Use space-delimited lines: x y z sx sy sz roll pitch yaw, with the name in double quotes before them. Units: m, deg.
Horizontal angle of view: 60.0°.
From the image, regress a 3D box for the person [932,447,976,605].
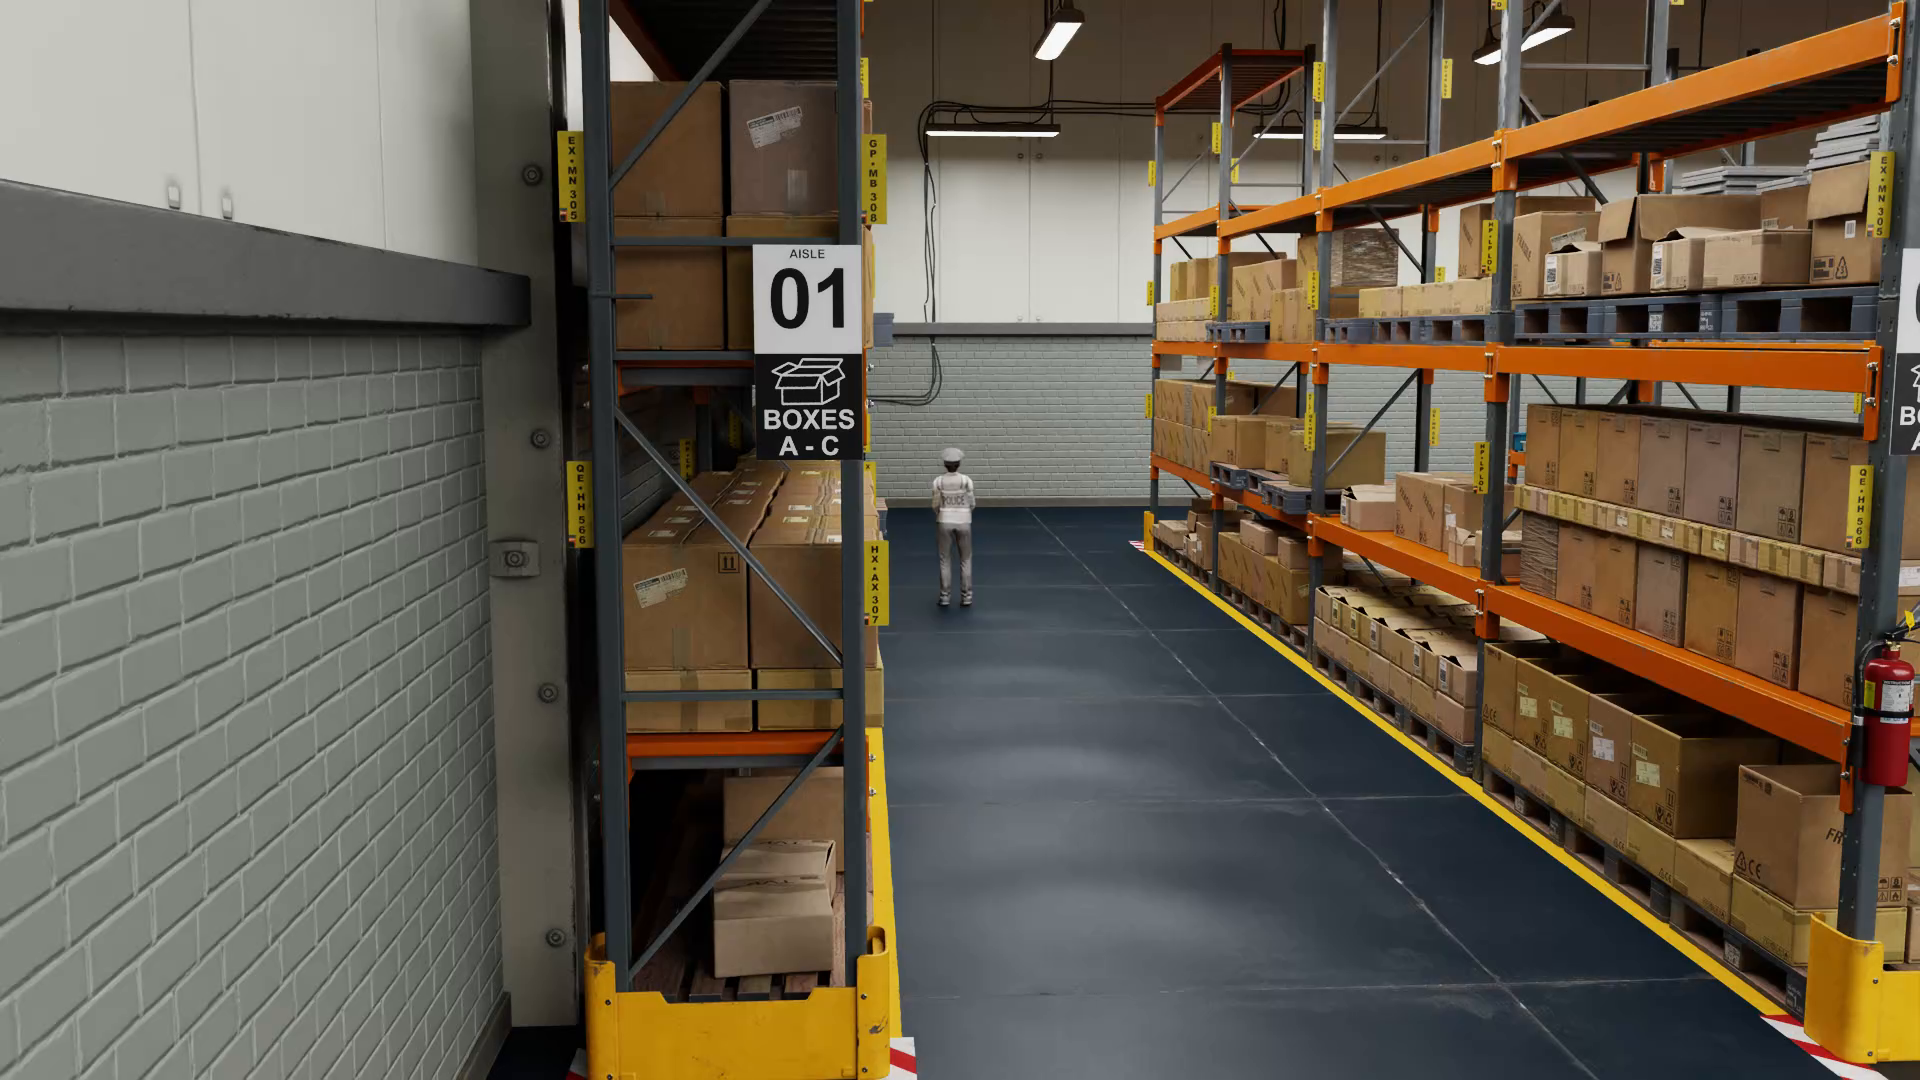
"person" -0.062 -0.154 17.866 0.468 1.697 0.552 0 7 3
